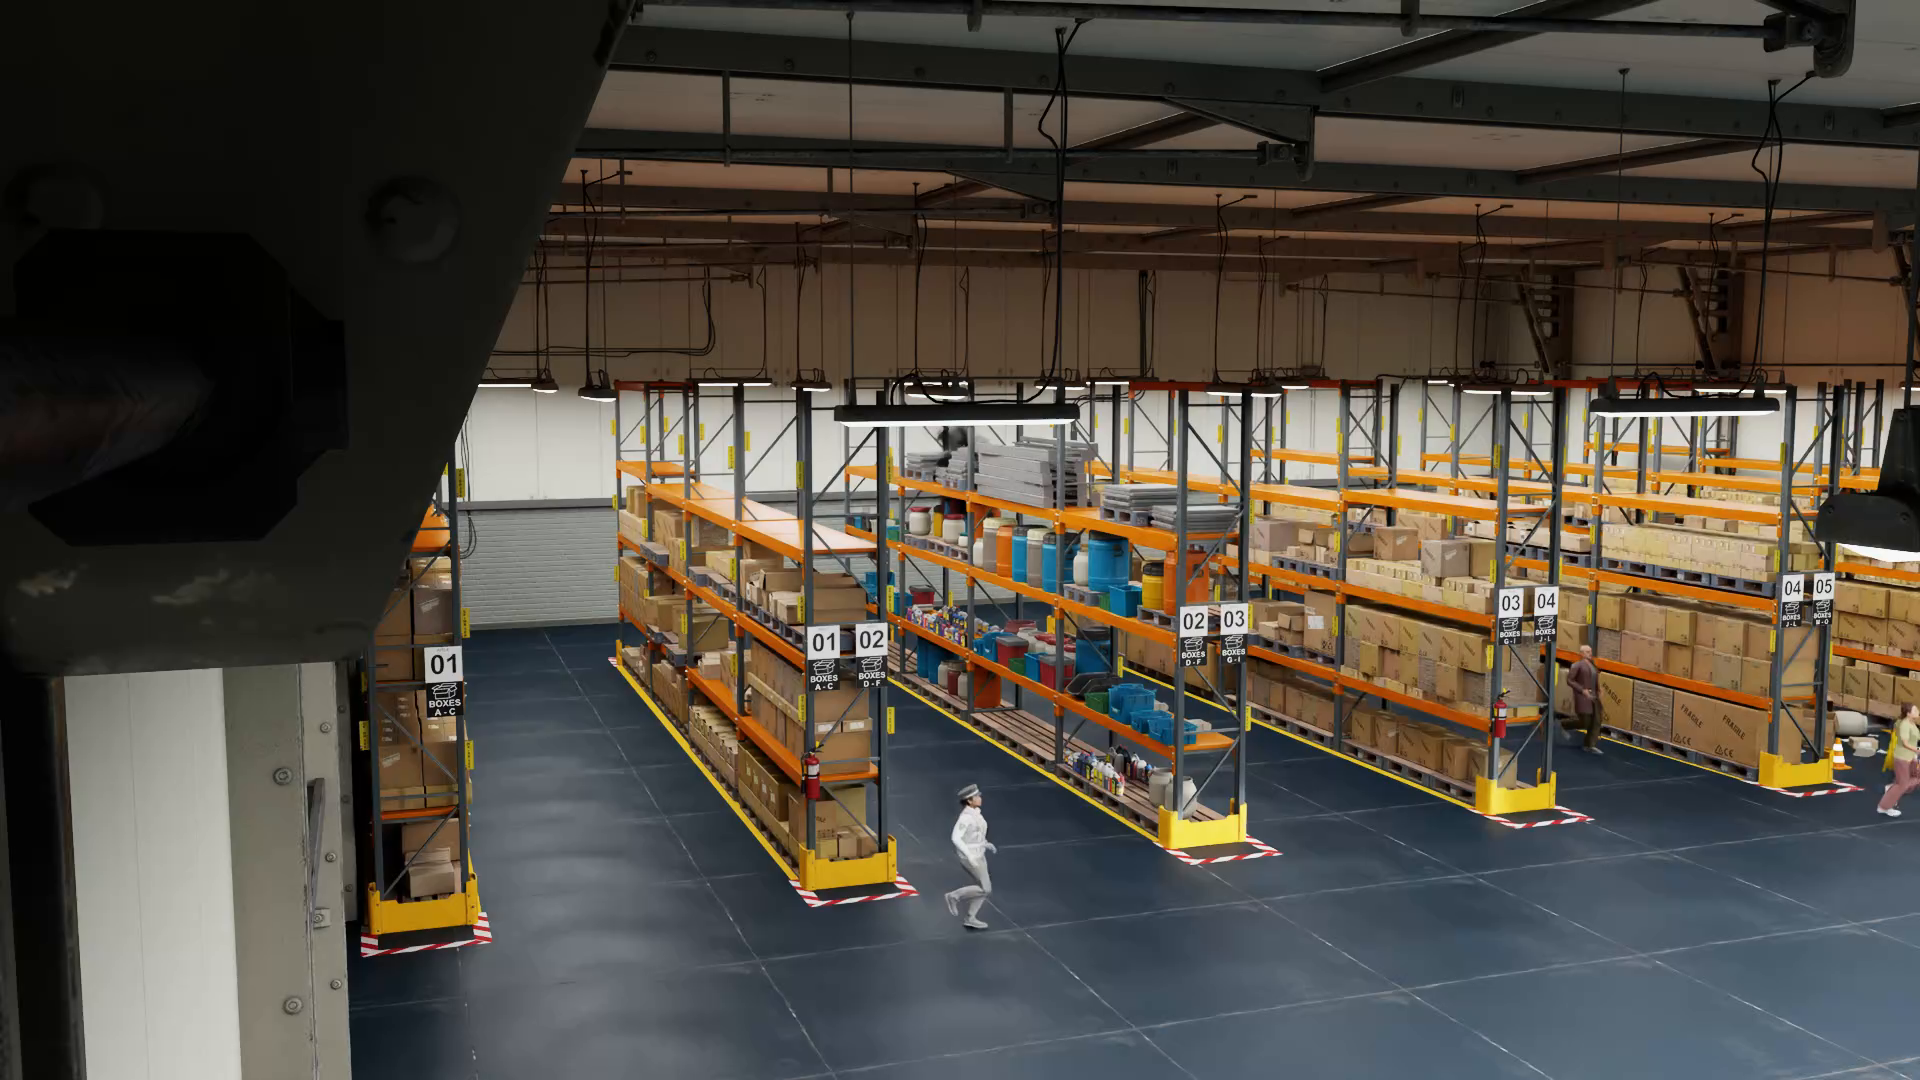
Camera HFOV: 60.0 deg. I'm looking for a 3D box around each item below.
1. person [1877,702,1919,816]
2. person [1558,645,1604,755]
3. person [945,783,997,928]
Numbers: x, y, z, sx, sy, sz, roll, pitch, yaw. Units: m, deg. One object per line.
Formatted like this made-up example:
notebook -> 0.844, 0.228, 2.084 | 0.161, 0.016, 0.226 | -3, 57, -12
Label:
person -> 13.261, 3.063, 23.290 | 0.654, 1.623, 0.598 | 5, 8, 38
person -> 10.229, 2.590, 27.252 | 0.710, 1.753, 0.851 | -3, 7, -28
person -> 0.123, 3.547, 18.703 | 0.548, 1.653, 0.620 | 1, 6, 12
